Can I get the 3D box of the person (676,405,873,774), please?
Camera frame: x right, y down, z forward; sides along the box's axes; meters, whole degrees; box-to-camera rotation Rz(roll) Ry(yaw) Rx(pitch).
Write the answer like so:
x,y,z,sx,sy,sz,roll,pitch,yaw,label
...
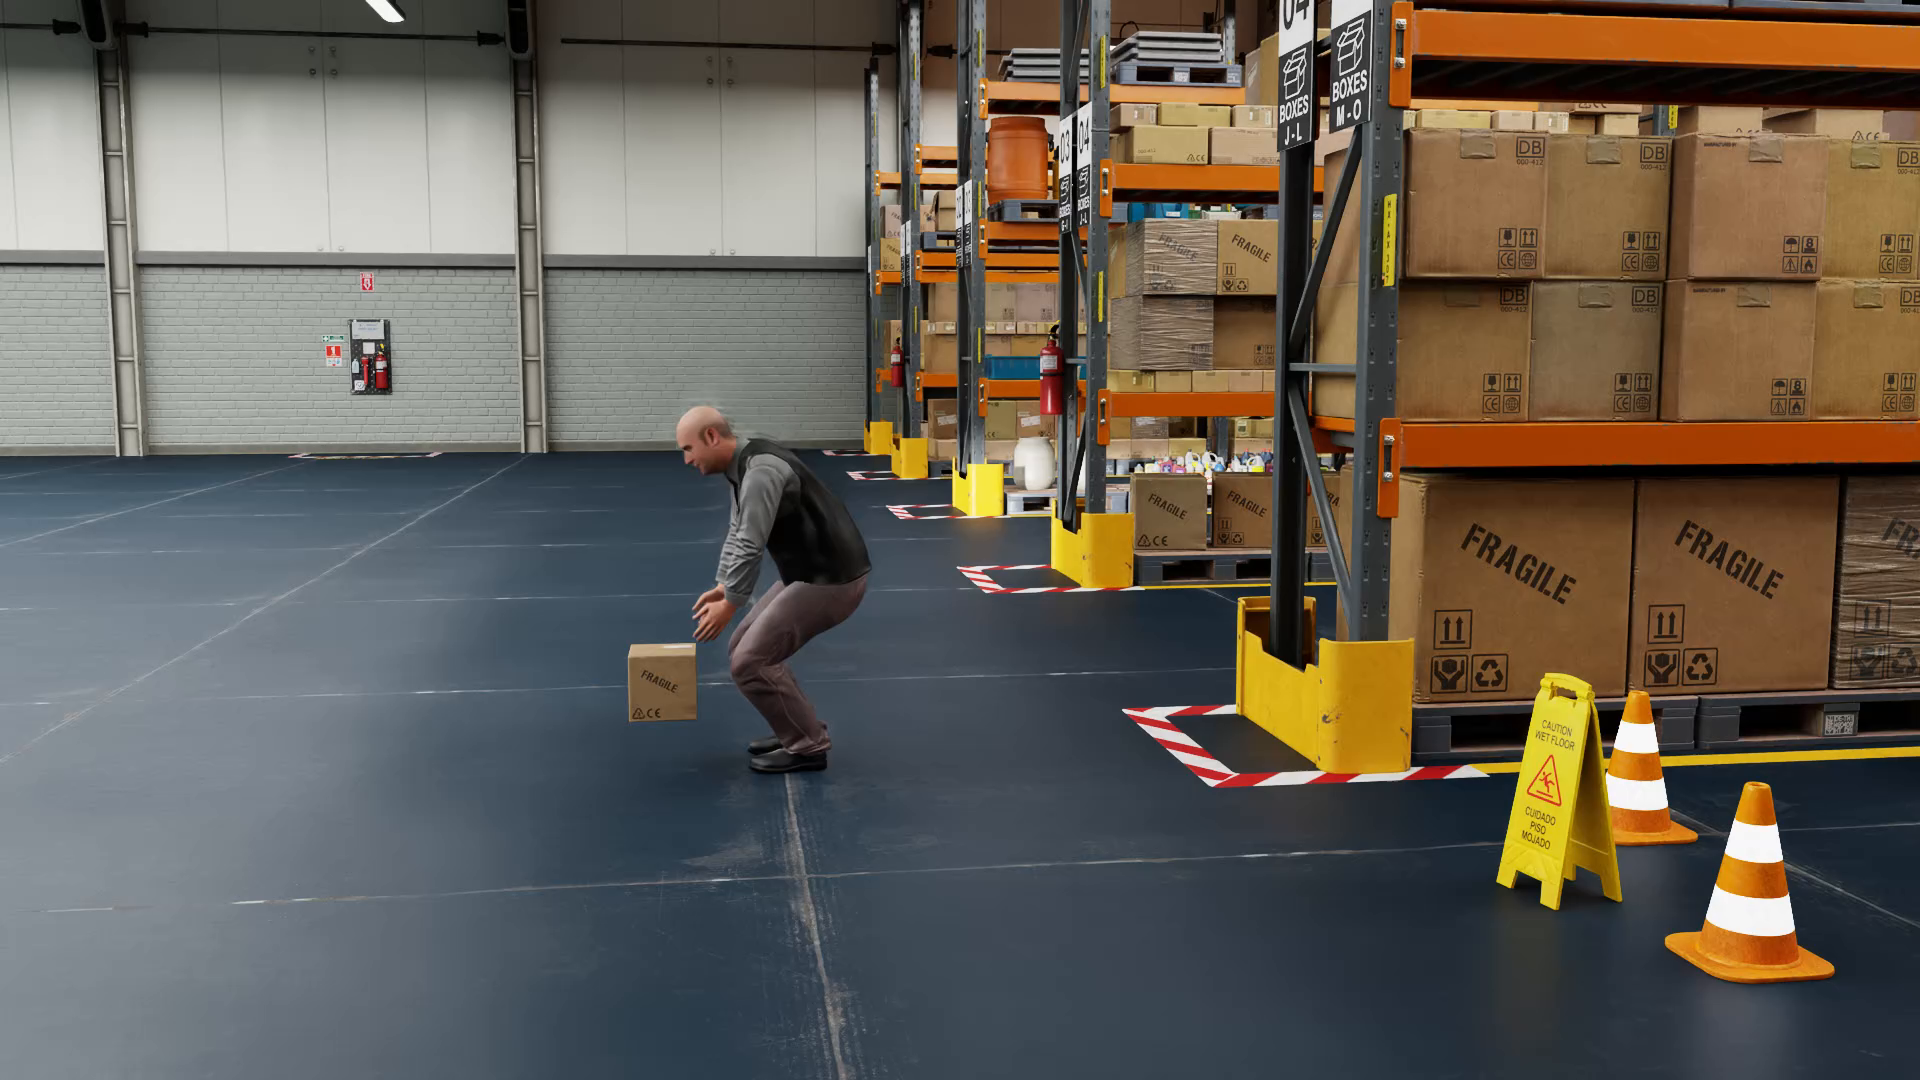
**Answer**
x,y,z,sx,sy,sz,roll,pitch,yaw,label
-0.697,0.179,6.302,0.725,1.377,0.592,-1,7,-9,person
